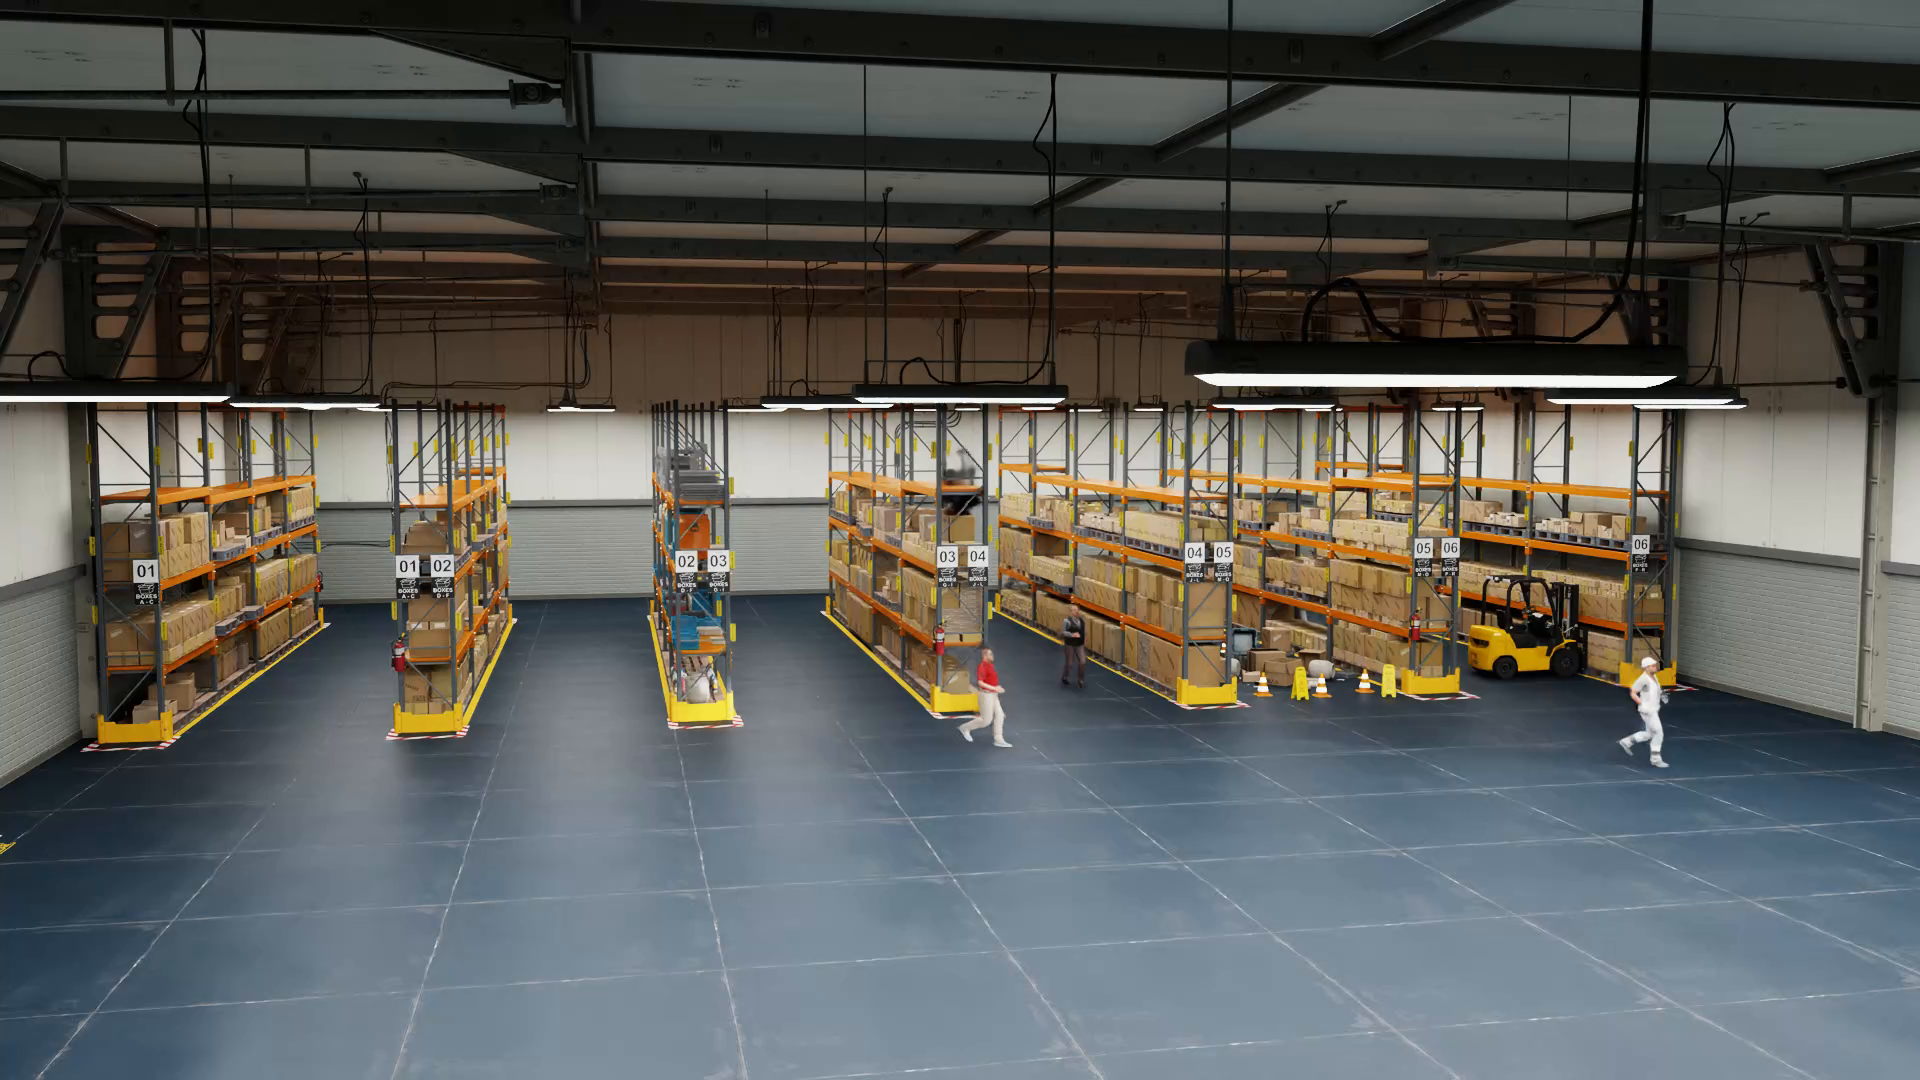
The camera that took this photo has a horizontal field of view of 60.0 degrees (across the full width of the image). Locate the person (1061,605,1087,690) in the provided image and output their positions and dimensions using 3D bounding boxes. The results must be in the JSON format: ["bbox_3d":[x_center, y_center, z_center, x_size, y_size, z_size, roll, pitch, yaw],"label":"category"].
[{"bbox_3d":[2.392,2.260,34.746,0.673,1.804,0.760,-2,5,-23],"label":"person"}]

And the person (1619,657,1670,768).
[{"bbox_3d":[11.213,2.797,27.180,0.816,1.779,0.646,3,6,39],"label":"person"}]

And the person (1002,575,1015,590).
[{"bbox_3d":[1.472,1.183,50.051,0.517,1.549,0.600,2,5,25],"label":"person"}]

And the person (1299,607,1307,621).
[{"bbox_3d":[9.011,1.517,44.241,0.628,1.831,0.743,-1,4,-13],"label":"person"}]

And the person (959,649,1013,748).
[{"bbox_3d":[0.446,2.716,28.575,0.919,1.716,0.673,1,4,14],"label":"person"}]
